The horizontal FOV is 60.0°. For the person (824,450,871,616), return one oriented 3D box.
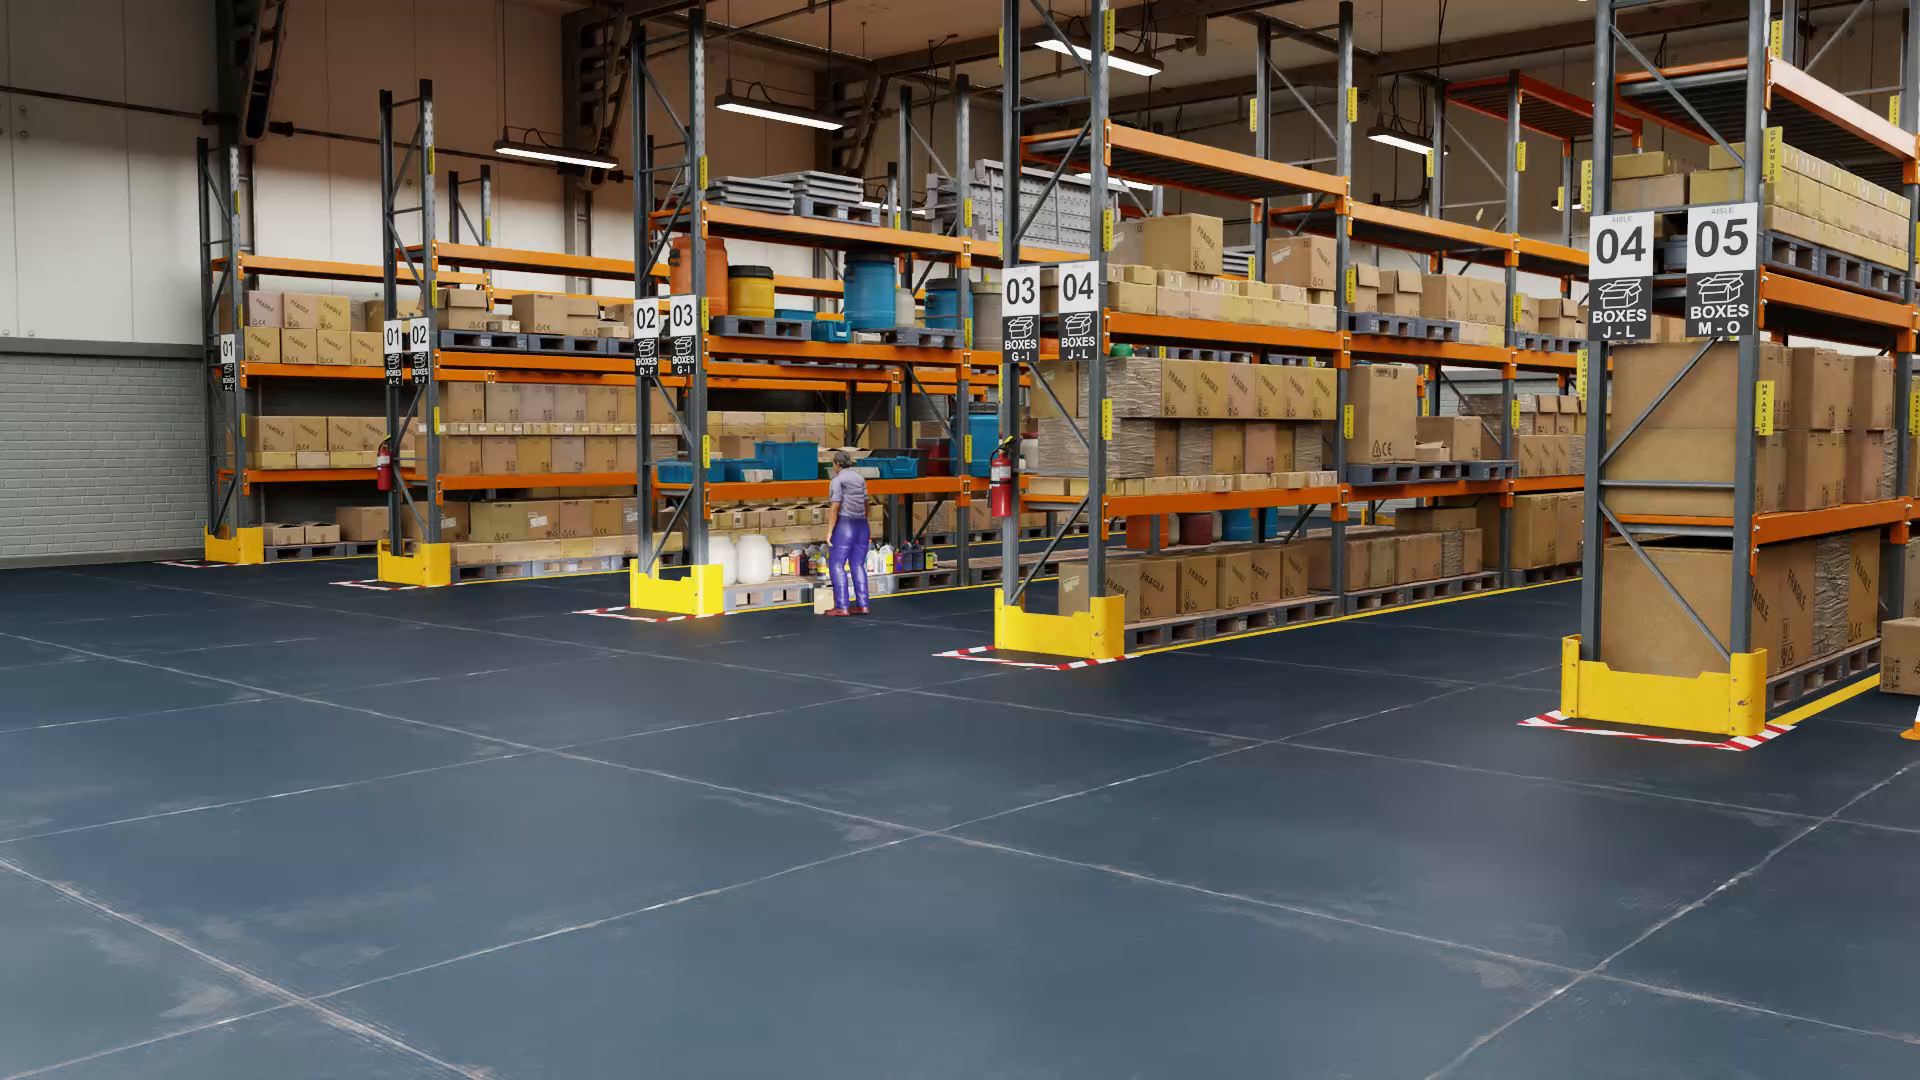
[{"bbox_3d":[-1.119,-0.073,16.684,0.372,1.652,0.538,3,5,41],"label":"person"}]
